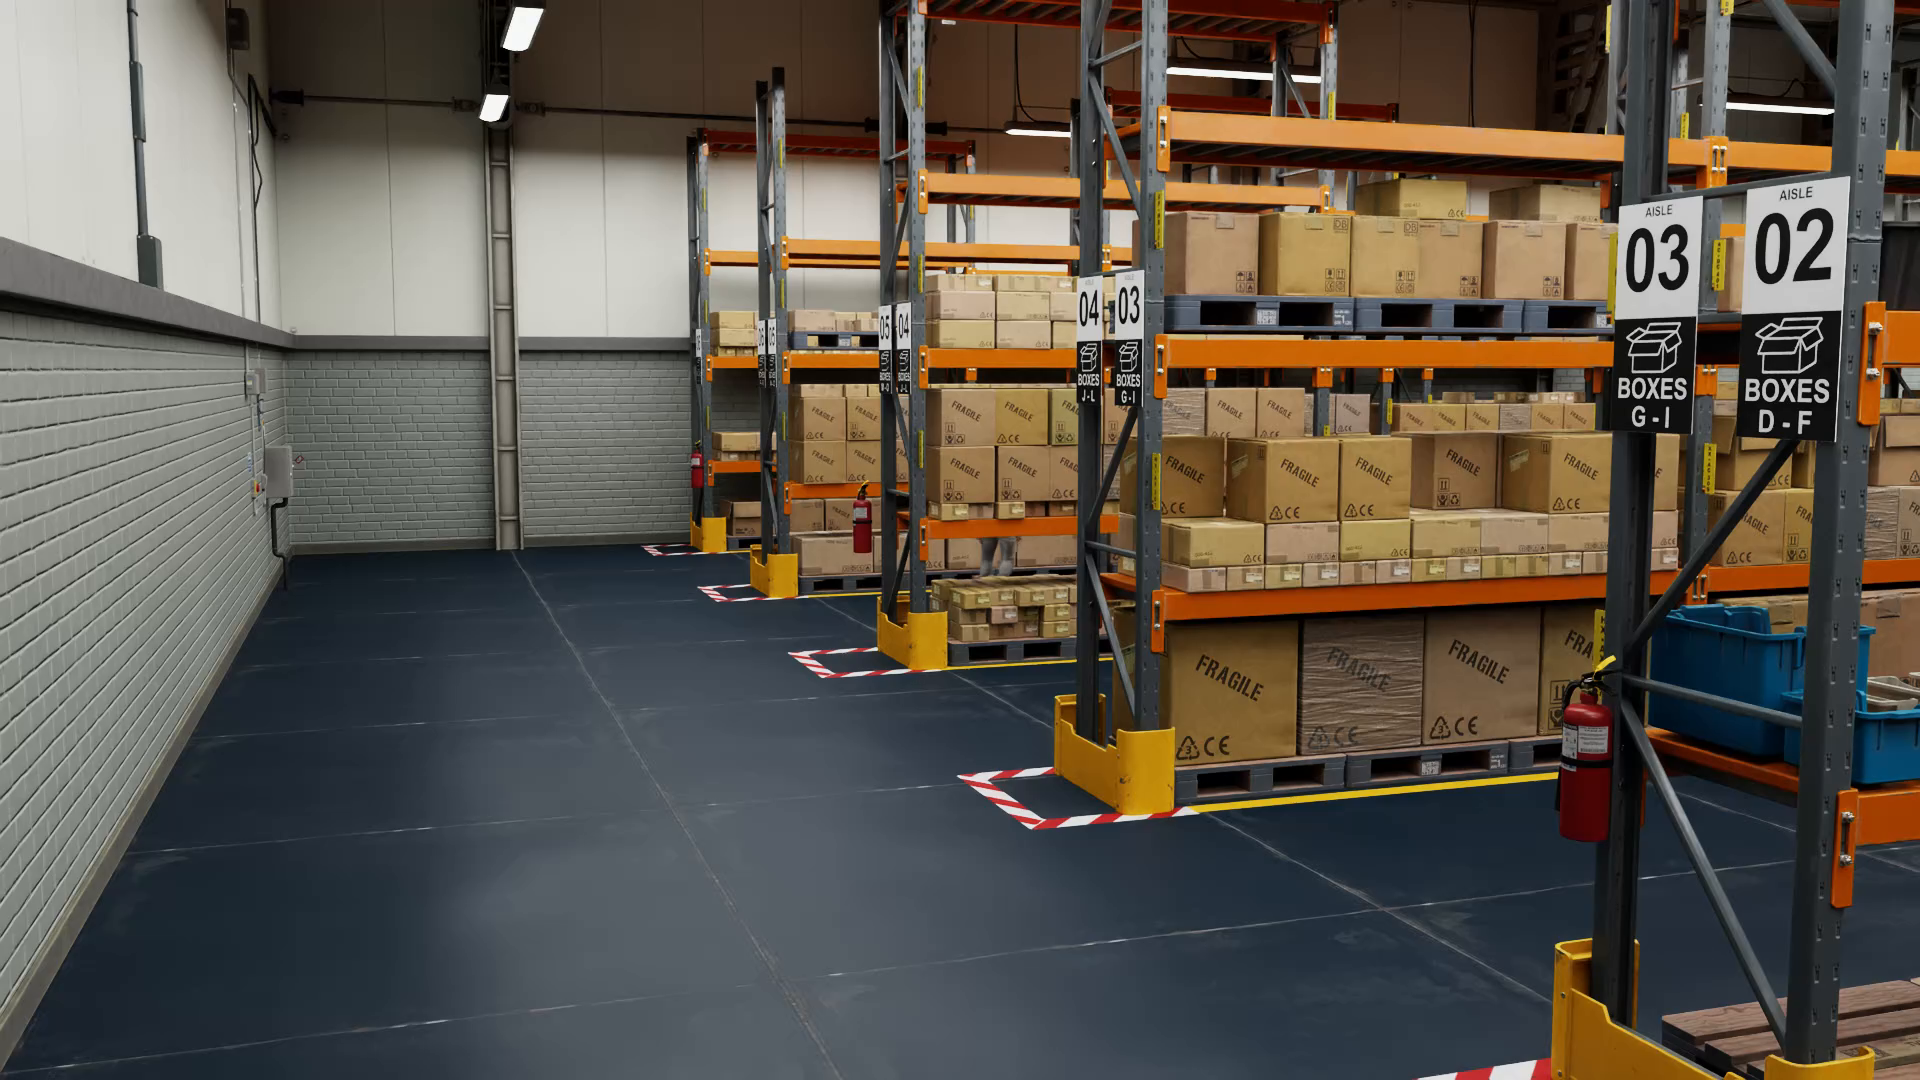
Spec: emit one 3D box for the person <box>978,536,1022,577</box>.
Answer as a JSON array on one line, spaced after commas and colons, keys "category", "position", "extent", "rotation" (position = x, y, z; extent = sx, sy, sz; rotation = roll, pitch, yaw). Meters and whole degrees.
[{"category": "person", "position": [0.445, -0.128, 18.739], "extent": [0.537, 1.654, 0.586], "rotation": [0, 6, 4]}]
